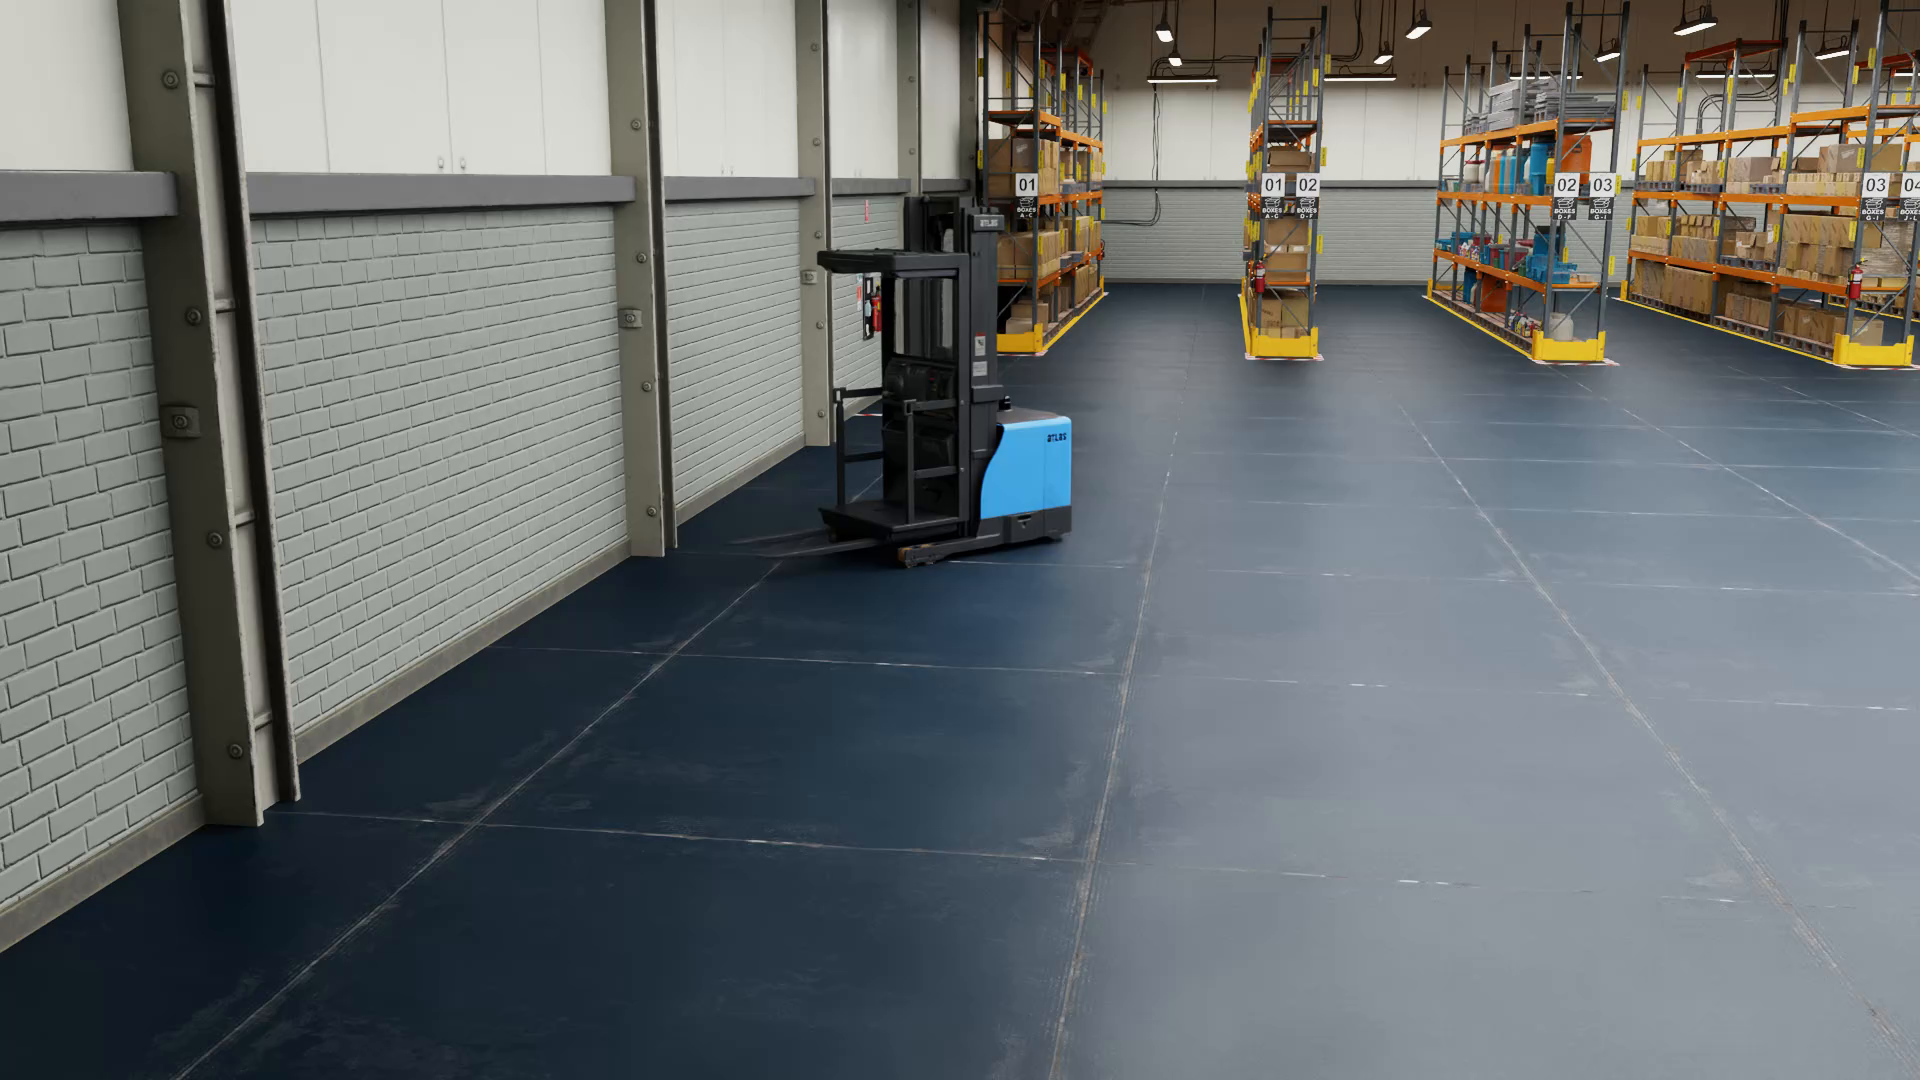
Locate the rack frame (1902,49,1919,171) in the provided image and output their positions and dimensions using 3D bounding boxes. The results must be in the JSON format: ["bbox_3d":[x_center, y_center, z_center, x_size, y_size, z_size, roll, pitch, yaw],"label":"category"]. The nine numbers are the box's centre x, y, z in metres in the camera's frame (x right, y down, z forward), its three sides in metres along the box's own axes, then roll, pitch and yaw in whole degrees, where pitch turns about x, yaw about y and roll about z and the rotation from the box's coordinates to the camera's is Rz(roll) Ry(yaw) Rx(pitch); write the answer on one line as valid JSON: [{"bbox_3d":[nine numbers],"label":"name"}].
[{"bbox_3d":[22.330,-9.714,38.208,1.000,3.000,0.127,2,12,9],"label":"rack frame"}]

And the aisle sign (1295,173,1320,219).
[{"bbox_3d":[6.103,-6.034,29.202,0.394,0.787,0.004,2,12,9],"label":"aisle sign"}]

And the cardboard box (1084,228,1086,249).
[{"bbox_3d":[2.785,-7.334,40.412,0.500,0.500,0.500,2,12,9],"label":"cardboard box"}]

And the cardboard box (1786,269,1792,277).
[{"bbox_3d":[15.821,-5.035,31.335,0.380,0.149,0.250,2,12,9],"label":"cardboard box"}]

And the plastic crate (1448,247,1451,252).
[{"bbox_3d":[12.457,-7.260,41.572,0.437,0.125,0.590,2,12,9],"label":"plastic crate"}]

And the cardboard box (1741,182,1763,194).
[{"bbox_3d":[16.356,-7.220,34.110,0.500,0.250,0.500,2,12,10],"label":"cardboard box"}]

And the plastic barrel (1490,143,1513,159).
[{"bbox_3d":[12.439,-8.680,38.343,0.600,0.901,0.708,2,12,9],"label":"plastic barrel"}]

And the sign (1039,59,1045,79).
[{"bbox_3d":[1.452,-8.357,29.506,0.100,0.325,0.005,2,12,9],"label":"sign"}]

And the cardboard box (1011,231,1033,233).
[{"bbox_3d":[1.252,-5.991,33.702,0.500,0.500,0.500,2,12,7],"label":"cardboard box"}]

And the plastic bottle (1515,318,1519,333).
[{"bbox_3d":[10.690,-4.119,31.888,0.061,0.283,0.133,2,12,11],"label":"plastic bottle"}]

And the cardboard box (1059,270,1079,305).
[{"bbox_3d":[2.389,-5.915,38.927,0.750,0.750,0.750,2,12,8],"label":"cardboard box"}]

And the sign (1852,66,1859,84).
[{"bbox_3d":[16.747,-8.704,31.118,0.100,0.325,0.005,2,12,9],"label":"sign"}]

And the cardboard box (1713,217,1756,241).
[{"bbox_3d":[16.958,-6.821,36.407,0.797,0.503,0.637,2,12,11],"label":"cardboard box"}]

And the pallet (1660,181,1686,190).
[{"bbox_3d":[17.580,-8.556,40.166,1.003,0.211,1.213,2,12,9],"label":"pallet"}]

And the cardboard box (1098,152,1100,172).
[{"bbox_3d":[3.446,-10.026,44.118,0.500,0.500,0.500,2,12,10],"label":"cardboard box"}]

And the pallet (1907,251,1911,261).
[{"bbox_3d":[22.068,-6.533,38.144,1.003,0.211,1.213,2,12,9],"label":"pallet"}]

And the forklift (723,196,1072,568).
[{"bbox_3d":[-0.499,-1.331,13.711,3.031,2.935,1.130,-9,15,-37],"label":"forklift"}]

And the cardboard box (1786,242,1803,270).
[{"bbox_3d":[15.972,-5.297,31.011,0.875,0.500,0.500,2,12,9],"label":"cardboard box"}]

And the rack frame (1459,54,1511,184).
[{"bbox_3d":[12.550,-10.056,39.796,1.000,3.000,0.127,2,12,9],"label":"rack frame"}]

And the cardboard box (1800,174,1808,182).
[{"bbox_3d":[15.823,-6.714,30.819,0.380,0.149,0.250,2,12,9],"label":"cardboard box"}]

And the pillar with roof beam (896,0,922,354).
[{"bbox_3d":[3.499,-6.665,24.058,9.100,9.000,0.400,2,12,9],"label":"pillar with roof beam"}]

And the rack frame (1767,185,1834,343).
[{"bbox_3d":[16.214,-5.298,31.956,1.000,3.000,0.127,2,12,9],"label":"rack frame"}]

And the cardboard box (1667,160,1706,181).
[{"bbox_3d":[17.505,-8.897,40.067,0.700,0.500,0.500,1,12,5],"label":"cardboard box"}]

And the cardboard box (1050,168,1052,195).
[{"bbox_3d":[1.469,-6.864,31.820,0.500,0.500,0.500,3,12,12],"label":"cardboard box"}]

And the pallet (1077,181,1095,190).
[{"bbox_3d":[2.897,-9.038,42.400,1.003,0.211,1.213,2,12,9],"label":"pallet"}]

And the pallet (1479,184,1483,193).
[{"bbox_3d":[12.149,-7.821,36.992,1.003,0.211,1.213,2,12,9],"label":"pallet"}]

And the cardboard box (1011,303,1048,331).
[{"bbox_3d":[1.361,-4.351,32.450,0.700,0.500,0.500,1,12,5],"label":"cardboard box"}]

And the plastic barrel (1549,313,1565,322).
[{"bbox_3d":[10.807,-3.859,30.186,0.421,0.512,0.421,0,12,0],"label":"plastic barrel"}]

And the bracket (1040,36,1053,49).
[{"bbox_3d":[1.902,-11.673,38.753,0.076,0.066,4.783,2,12,9],"label":"bracket"}]

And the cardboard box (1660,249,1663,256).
[{"bbox_3d":[17.207,-6.968,40.303,0.380,0.149,0.250,2,12,10],"label":"cardboard box"}]

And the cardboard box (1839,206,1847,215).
[{"bbox_3d":[22.614,-8.212,42.163,0.500,0.500,0.500,2,12,8],"label":"cardboard box"}]

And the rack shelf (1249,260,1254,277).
[{"bbox_3d":[6.734,-5.684,35.457,1.077,0.370,4.000,2,12,9],"label":"rack shelf"}]

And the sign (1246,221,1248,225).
[{"bbox_3d":[7.119,-7.724,41.159,0.100,0.325,0.005,2,12,9],"label":"sign"}]

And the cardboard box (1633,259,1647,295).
[{"bbox_3d":[18.040,-6.827,43.097,0.875,0.875,0.875,2,12,9],"label":"cardboard box"}]

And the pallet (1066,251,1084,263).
[{"bbox_3d":[2.142,-6.366,37.370,1.213,0.211,1.003,2,12,9],"label":"pallet"}]

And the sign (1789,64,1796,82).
[{"bbox_3d":[15.665,-8.781,31.287,0.100,0.325,0.005,2,12,9],"label":"sign"}]

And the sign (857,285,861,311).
[{"bbox_3d":[-1.359,-3.264,22.434,0.001,0.329,0.234,2,12,9],"label":"sign"}]

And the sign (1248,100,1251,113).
[{"bbox_3d":[7.735,-11.563,44.383,0.100,0.325,0.005,2,12,9],"label":"sign"}]

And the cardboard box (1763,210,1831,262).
[{"bbox_3d":[16.474,-5.957,32.595,1.000,1.000,1.000,2,12,9],"label":"cardboard box"}]

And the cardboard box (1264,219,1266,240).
[{"bbox_3d":[6.210,-6.001,31.900,0.700,0.500,0.500,2,12,9],"label":"cardboard box"}]

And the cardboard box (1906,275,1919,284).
[{"bbox_3d":[21.876,-5.875,37.791,0.500,0.250,0.500,2,12,10],"label":"cardboard box"}]

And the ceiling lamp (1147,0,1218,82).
[{"bbox_3d":[6.285,-14.540,46.747,2.000,3.185,0.800,2,12,9],"label":"ceiling lamp"}]

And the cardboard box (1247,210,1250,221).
[{"bbox_3d":[7.943,-8.571,44.535,0.500,0.500,0.500,2,12,10],"label":"cardboard box"}]

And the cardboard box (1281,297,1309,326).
[{"bbox_3d":[6.188,-4.223,30.720,0.500,0.500,0.500,2,12,9],"label":"cardboard box"}]

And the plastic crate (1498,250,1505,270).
[{"bbox_3d":[11.182,-5.690,33.815,0.392,0.384,0.575,2,12,9],"label":"plastic crate"}]

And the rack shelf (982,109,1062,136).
[{"bbox_3d":[1.223,-7.942,31.702,1.077,0.370,4.000,2,12,9],"label":"rack shelf"}]

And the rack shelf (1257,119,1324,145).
[{"bbox_3d":[6.118,-7.589,31.003,1.077,0.370,4.000,2,12,9],"label":"rack shelf"}]

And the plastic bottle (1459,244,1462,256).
[{"bbox_3d":[12.052,-6.976,40.022,0.061,0.283,0.133,2,12,9],"label":"plastic bottle"}]
